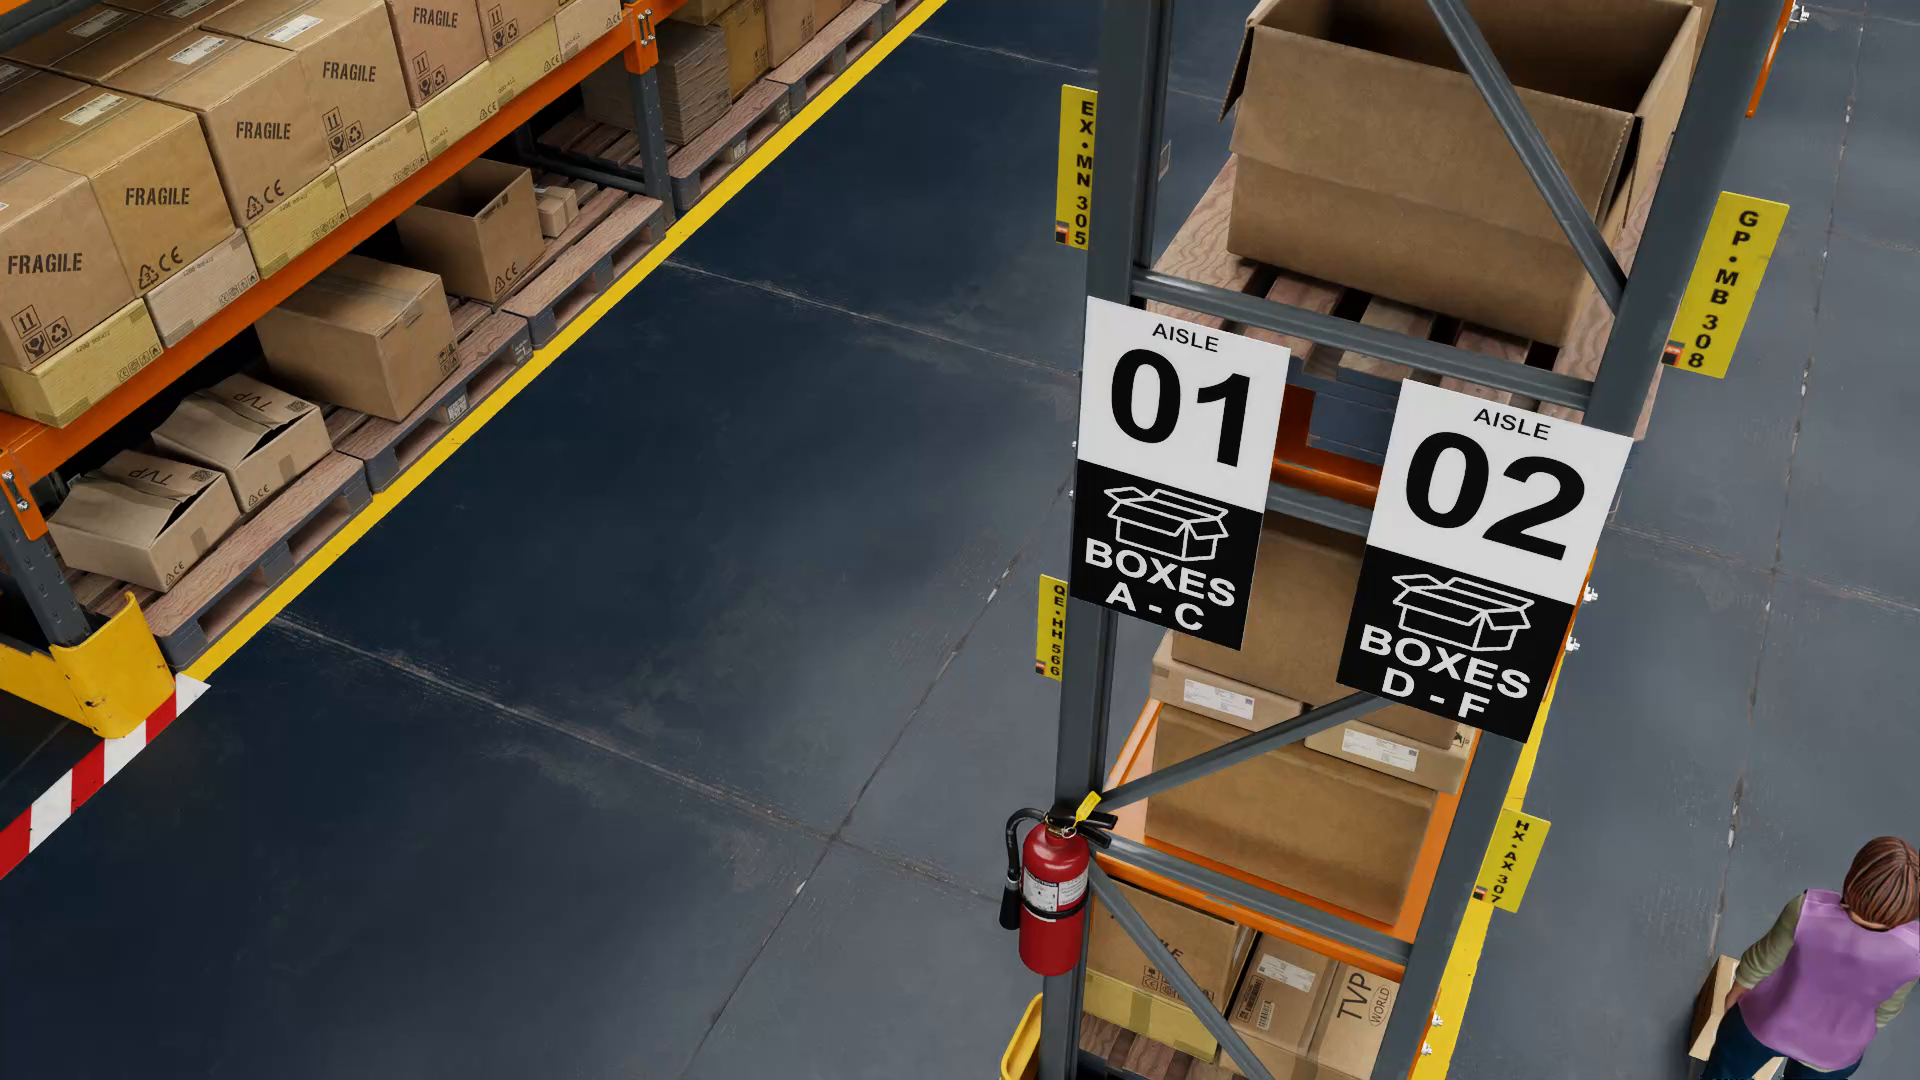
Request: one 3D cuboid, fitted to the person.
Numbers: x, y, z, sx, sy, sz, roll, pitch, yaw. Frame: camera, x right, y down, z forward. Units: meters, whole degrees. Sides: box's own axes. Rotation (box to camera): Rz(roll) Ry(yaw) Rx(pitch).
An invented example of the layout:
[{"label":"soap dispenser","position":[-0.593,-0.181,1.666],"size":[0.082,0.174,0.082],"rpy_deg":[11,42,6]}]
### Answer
[{"label":"person","position":[2.351,1.358,4.690],"size":[0.404,1.600,0.300],"rpy_deg":[18,46,19]}]
